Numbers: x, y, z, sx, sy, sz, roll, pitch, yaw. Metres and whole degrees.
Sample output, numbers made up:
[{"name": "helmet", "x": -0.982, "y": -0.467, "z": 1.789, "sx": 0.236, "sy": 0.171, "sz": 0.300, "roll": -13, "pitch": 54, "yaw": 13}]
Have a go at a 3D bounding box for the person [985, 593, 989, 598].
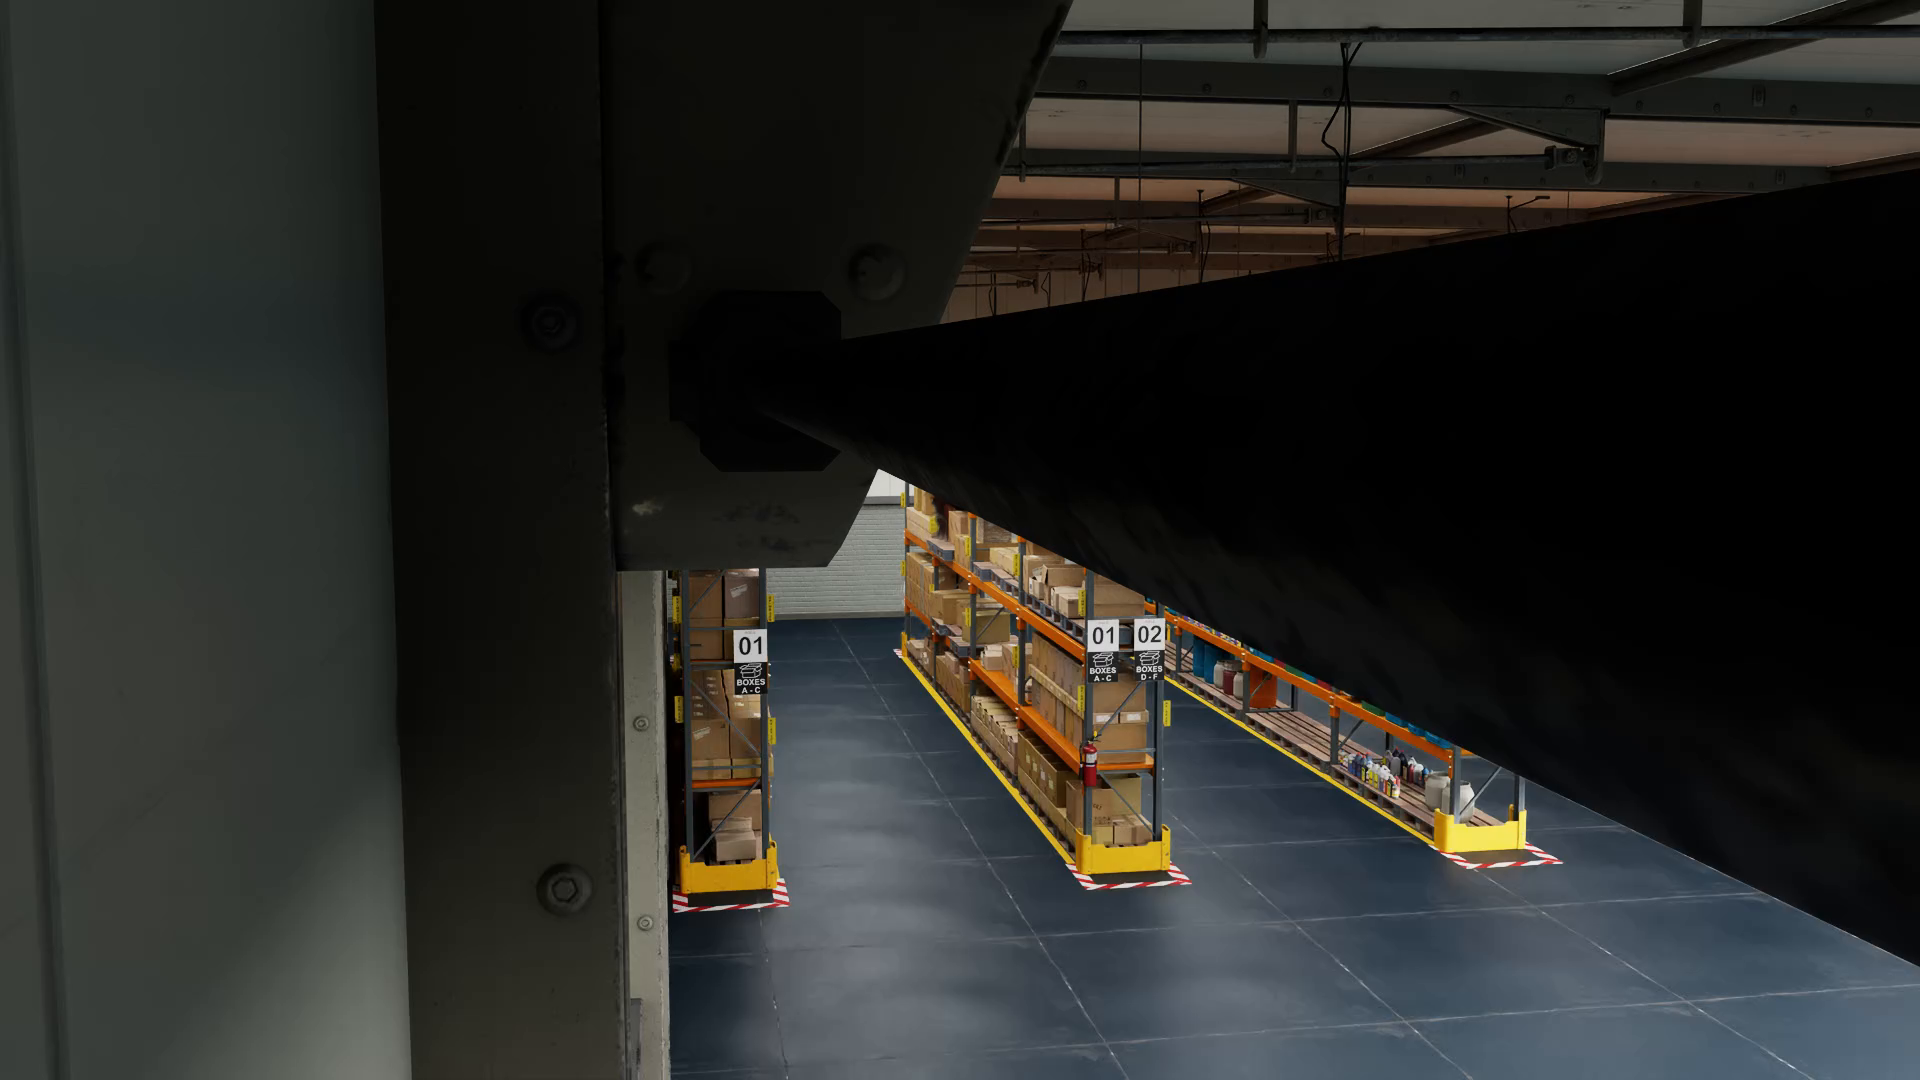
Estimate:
[{"name": "person", "x": 0.451, "y": 1.633, "z": 37.473, "sx": 0.618, "sy": 1.645, "sz": 0.595, "roll": 4, "pitch": 7, "yaw": 31}]
